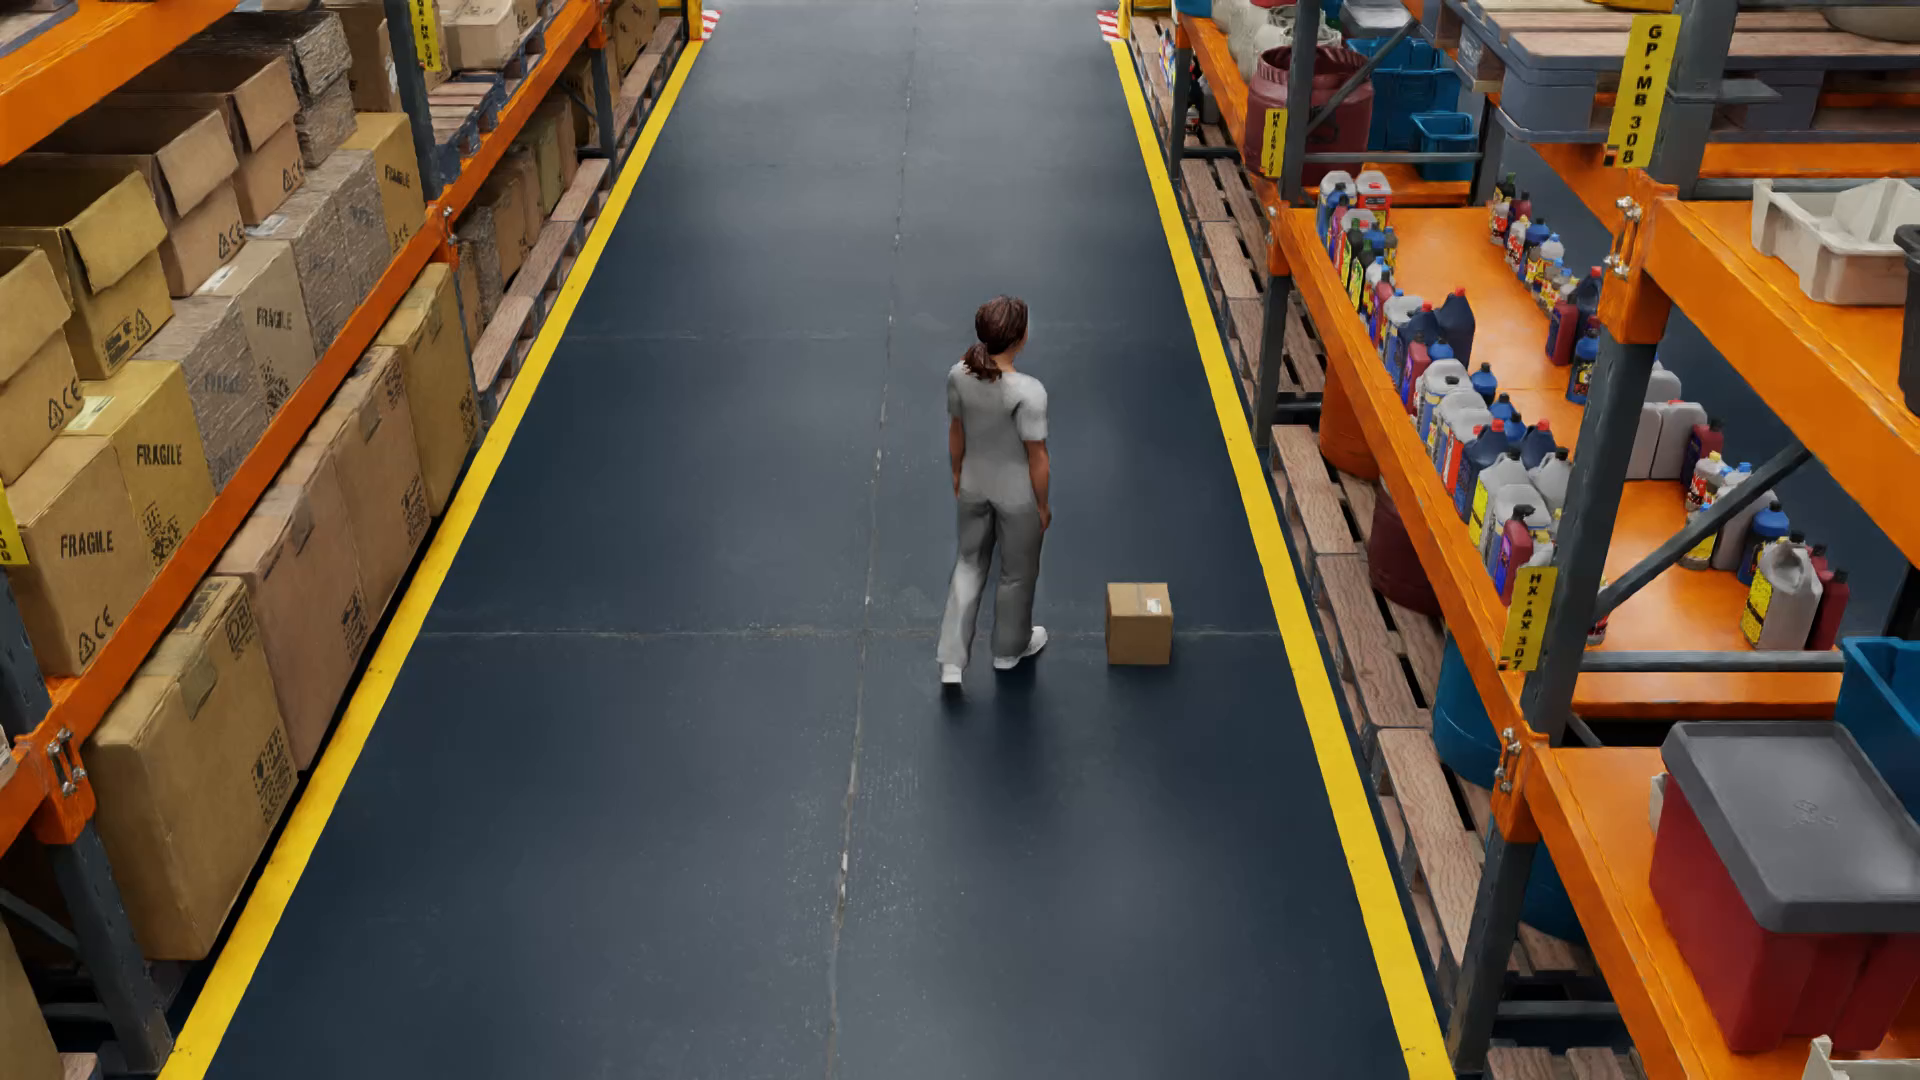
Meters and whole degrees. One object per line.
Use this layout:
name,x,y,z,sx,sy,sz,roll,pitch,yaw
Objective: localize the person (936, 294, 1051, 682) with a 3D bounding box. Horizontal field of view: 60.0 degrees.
person,0.147,-0.173,6.405,0.450,1.666,0.622,17,36,26
